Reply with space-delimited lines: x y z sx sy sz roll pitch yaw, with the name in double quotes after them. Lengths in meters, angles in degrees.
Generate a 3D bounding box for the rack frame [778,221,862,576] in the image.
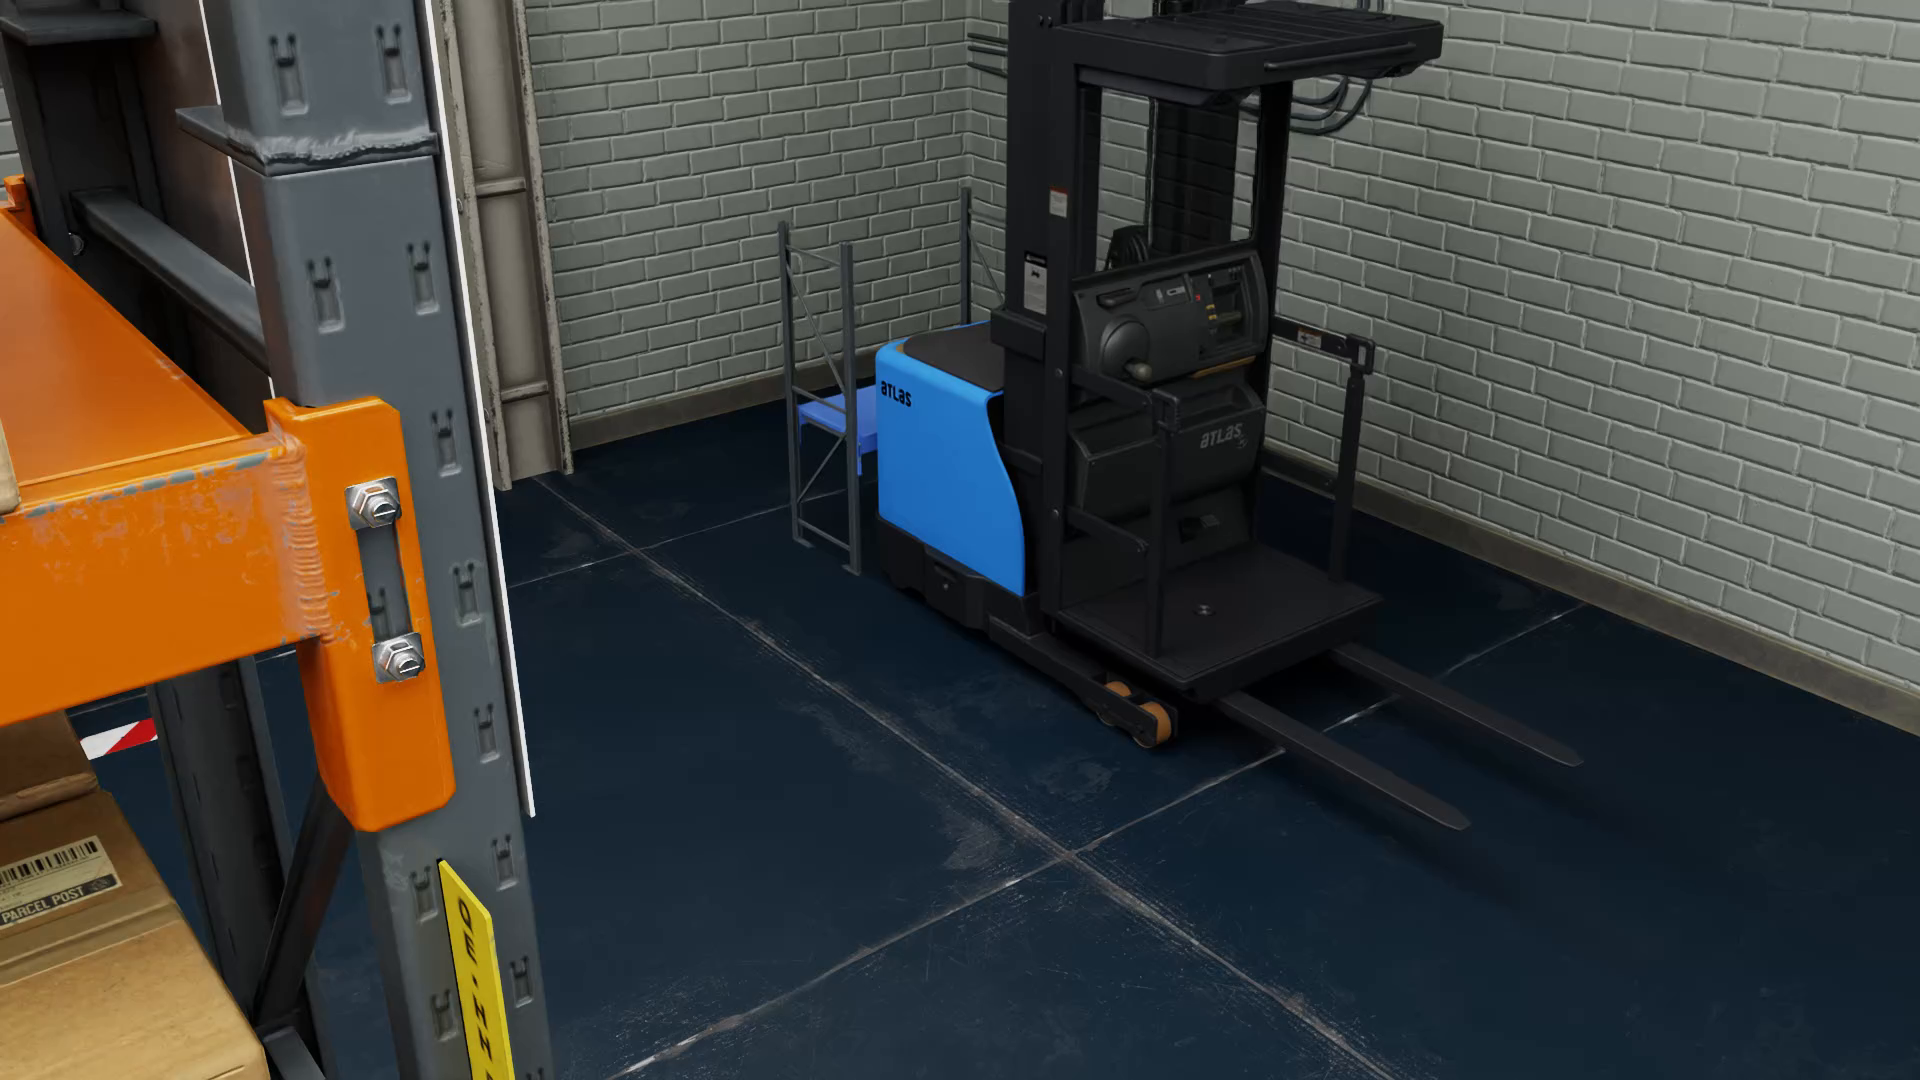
-0.610 -0.606 7.274 0.032 1.500 0.500 -19 31 -35 "rack frame"

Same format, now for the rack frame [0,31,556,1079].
-0.749 0.922 2.200 0.127 3.000 1.000 -18 31 -34 "rack frame"

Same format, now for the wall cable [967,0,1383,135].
0.863 -3.381 8.035 0.112 2.526 3.097 -18 31 -34 "wall cable"

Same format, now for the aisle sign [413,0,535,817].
-0.506 -0.173 1.472 0.004 0.787 0.394 -18 31 -34 "aisle sign"

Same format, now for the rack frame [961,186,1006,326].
0.175 -0.878 7.861 0.032 1.500 0.500 -19 31 -35 "rack frame"

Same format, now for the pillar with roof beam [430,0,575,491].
0.439 -3.001 3.527 0.400 9.000 9.100 -18 31 -34 "pillar with roof beam"

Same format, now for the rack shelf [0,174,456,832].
-2.322 0.407 0.600 4.000 0.370 1.077 -18 31 -34 "rack shelf"

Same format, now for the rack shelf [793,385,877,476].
-0.218 -0.579 7.643 1.000 0.185 0.538 -19 31 -35 "rack shelf"

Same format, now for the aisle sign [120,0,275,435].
-0.876 -0.372 1.900 0.004 0.787 0.394 -18 31 -34 "aisle sign"

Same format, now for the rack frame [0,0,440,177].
-0.749 -1.799 0.937 0.127 3.000 1.000 -18 31 -34 "rack frame"

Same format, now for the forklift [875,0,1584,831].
0.923 -0.802 5.996 1.130 2.935 3.031 -18 30 -34 "forklift"

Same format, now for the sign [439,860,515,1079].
-0.422 0.443 1.482 0.005 0.325 0.100 -18 31 -34 "sign"

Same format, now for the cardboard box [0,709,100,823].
-1.260 0.451 1.908 0.500 0.500 0.500 -17 30 -33 "cardboard box"

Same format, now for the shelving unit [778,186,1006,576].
-0.218 -0.742 7.567 1.048 1.500 0.538 -19 31 -35 "shelving unit"

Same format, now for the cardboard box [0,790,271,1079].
-0.929 0.630 1.523 0.500 0.500 0.500 -19 31 -34 "cardboard box"

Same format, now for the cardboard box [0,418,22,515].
-0.990 -0.150 1.124 0.500 0.250 0.500 -18 31 -34 "cardboard box"
